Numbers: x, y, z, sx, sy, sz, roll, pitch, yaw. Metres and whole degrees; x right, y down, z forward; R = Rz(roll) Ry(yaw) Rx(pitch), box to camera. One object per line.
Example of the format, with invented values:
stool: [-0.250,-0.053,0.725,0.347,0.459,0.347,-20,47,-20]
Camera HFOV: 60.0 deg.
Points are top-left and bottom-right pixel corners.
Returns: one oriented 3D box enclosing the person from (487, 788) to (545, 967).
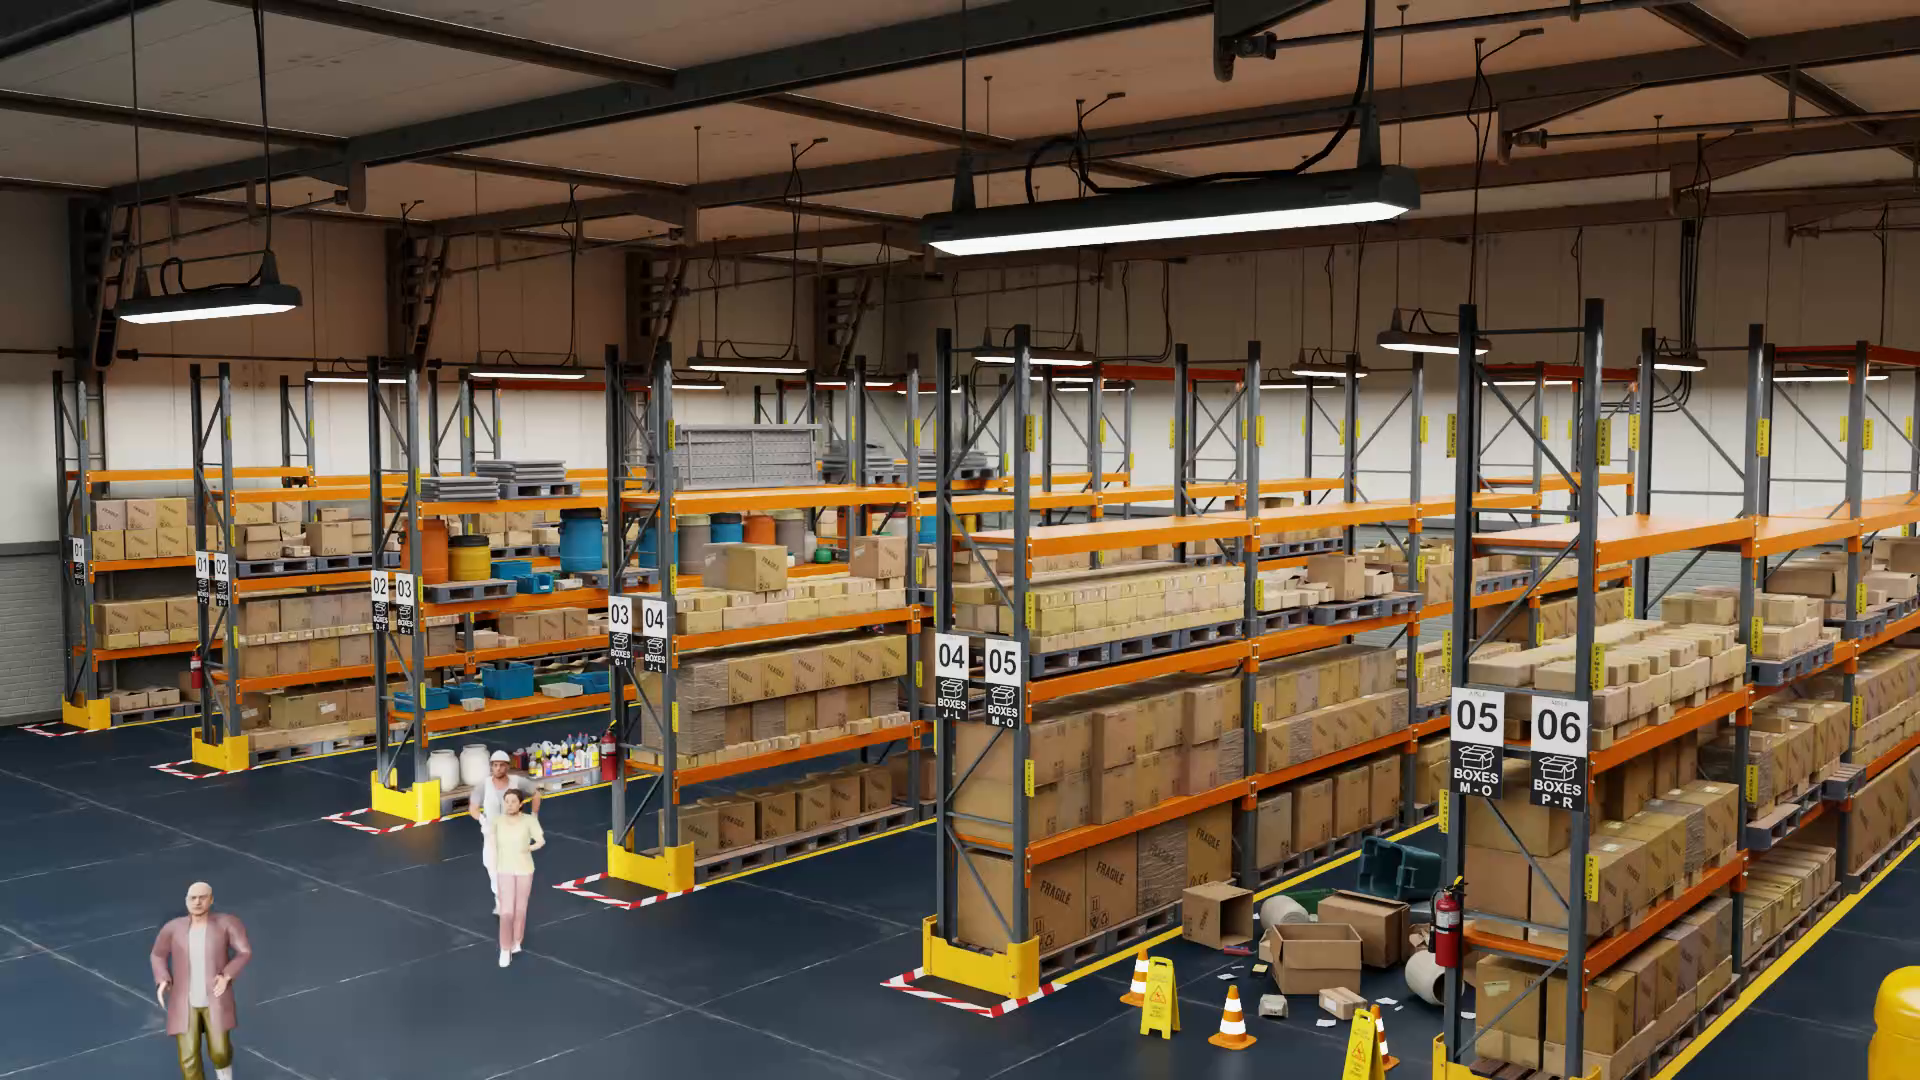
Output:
person: [-4.221,3.203,15.824,0.548,1.702,0.643,-1,4,-12]

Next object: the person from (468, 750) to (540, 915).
person: [-4.673,3.064,17.019,0.681,1.846,0.743,0,4,-5]

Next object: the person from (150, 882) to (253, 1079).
person: [-5.652,3.404,12.384,0.713,1.730,0.754,-1,4,-16]
